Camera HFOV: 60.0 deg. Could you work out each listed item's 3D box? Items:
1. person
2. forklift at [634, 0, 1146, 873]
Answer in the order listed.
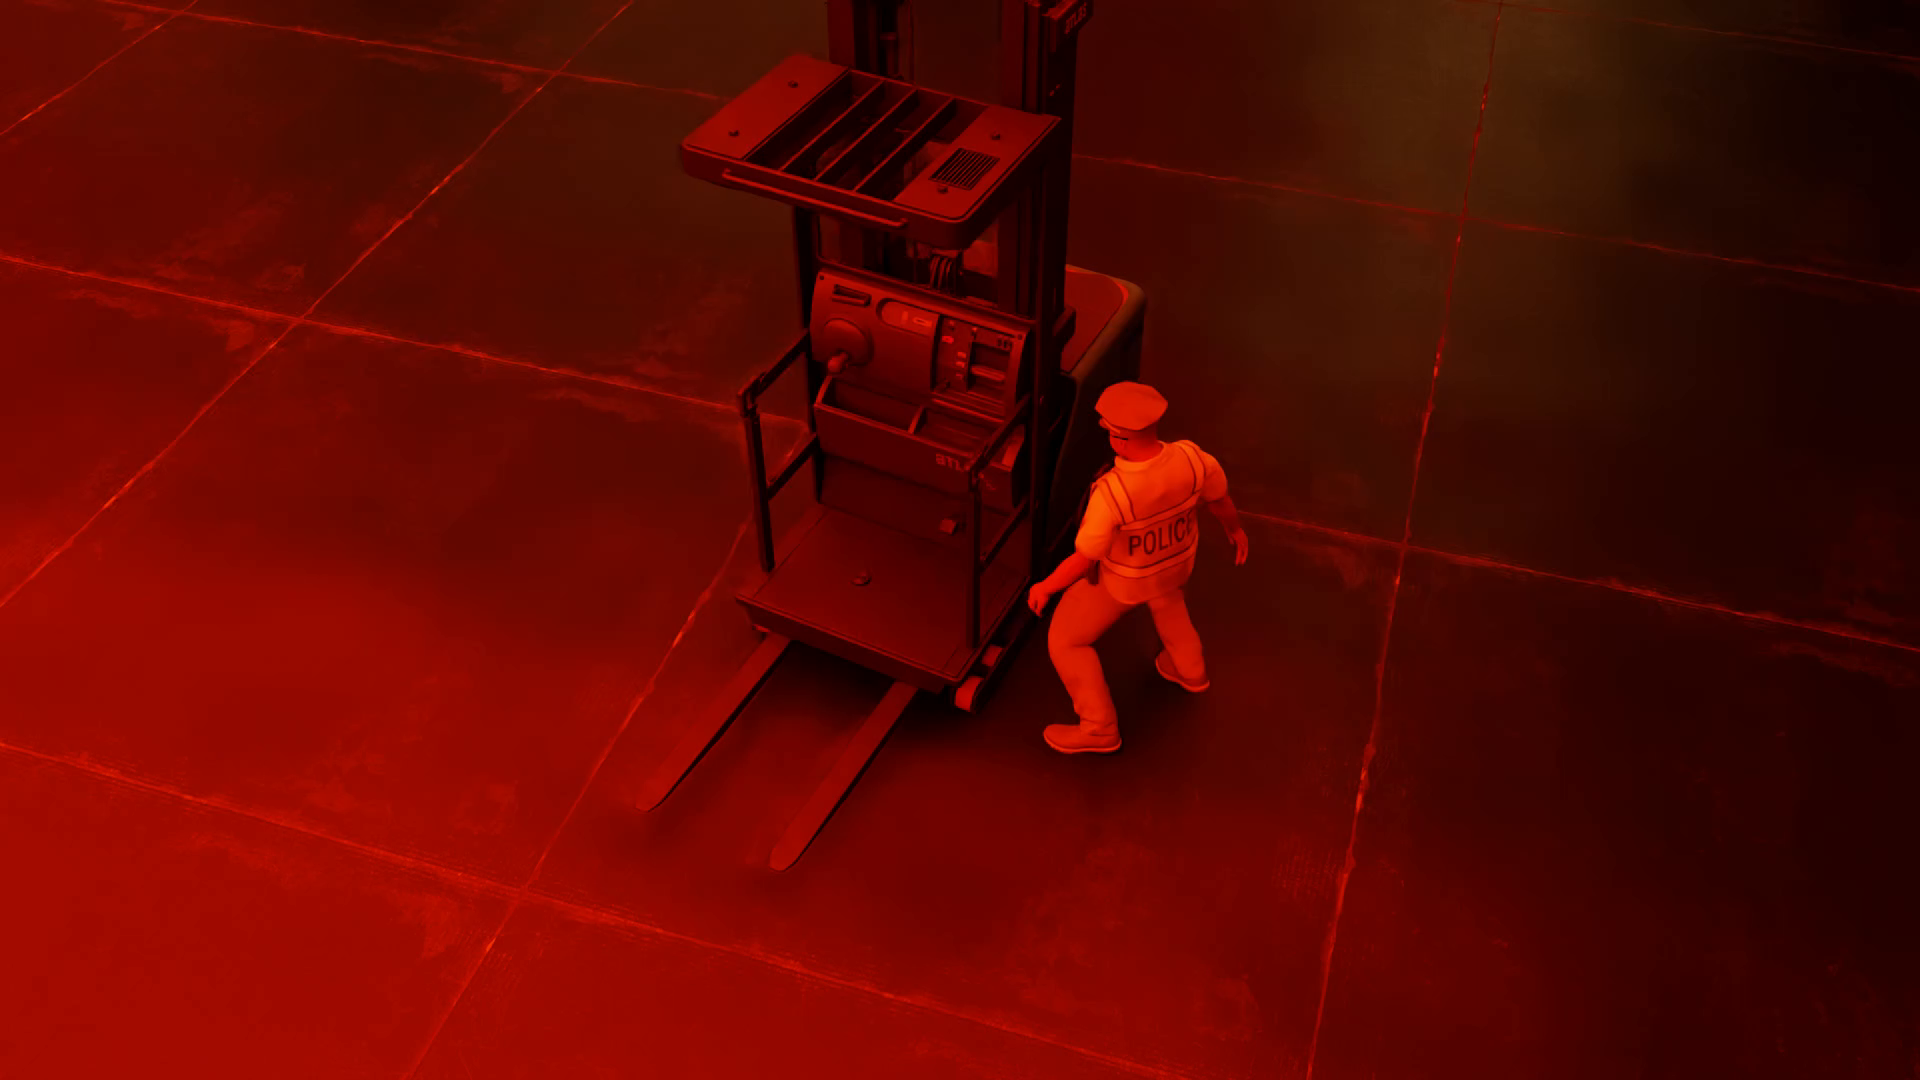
[{"bbox_3d":[0.709,0.069,6.565,0.921,1.663,0.514,-19,46,-20],"label":"person"},{"bbox_3d":[-0.269,-0.694,6.435,1.130,2.935,3.031,19,46,20],"label":"forklift"}]
